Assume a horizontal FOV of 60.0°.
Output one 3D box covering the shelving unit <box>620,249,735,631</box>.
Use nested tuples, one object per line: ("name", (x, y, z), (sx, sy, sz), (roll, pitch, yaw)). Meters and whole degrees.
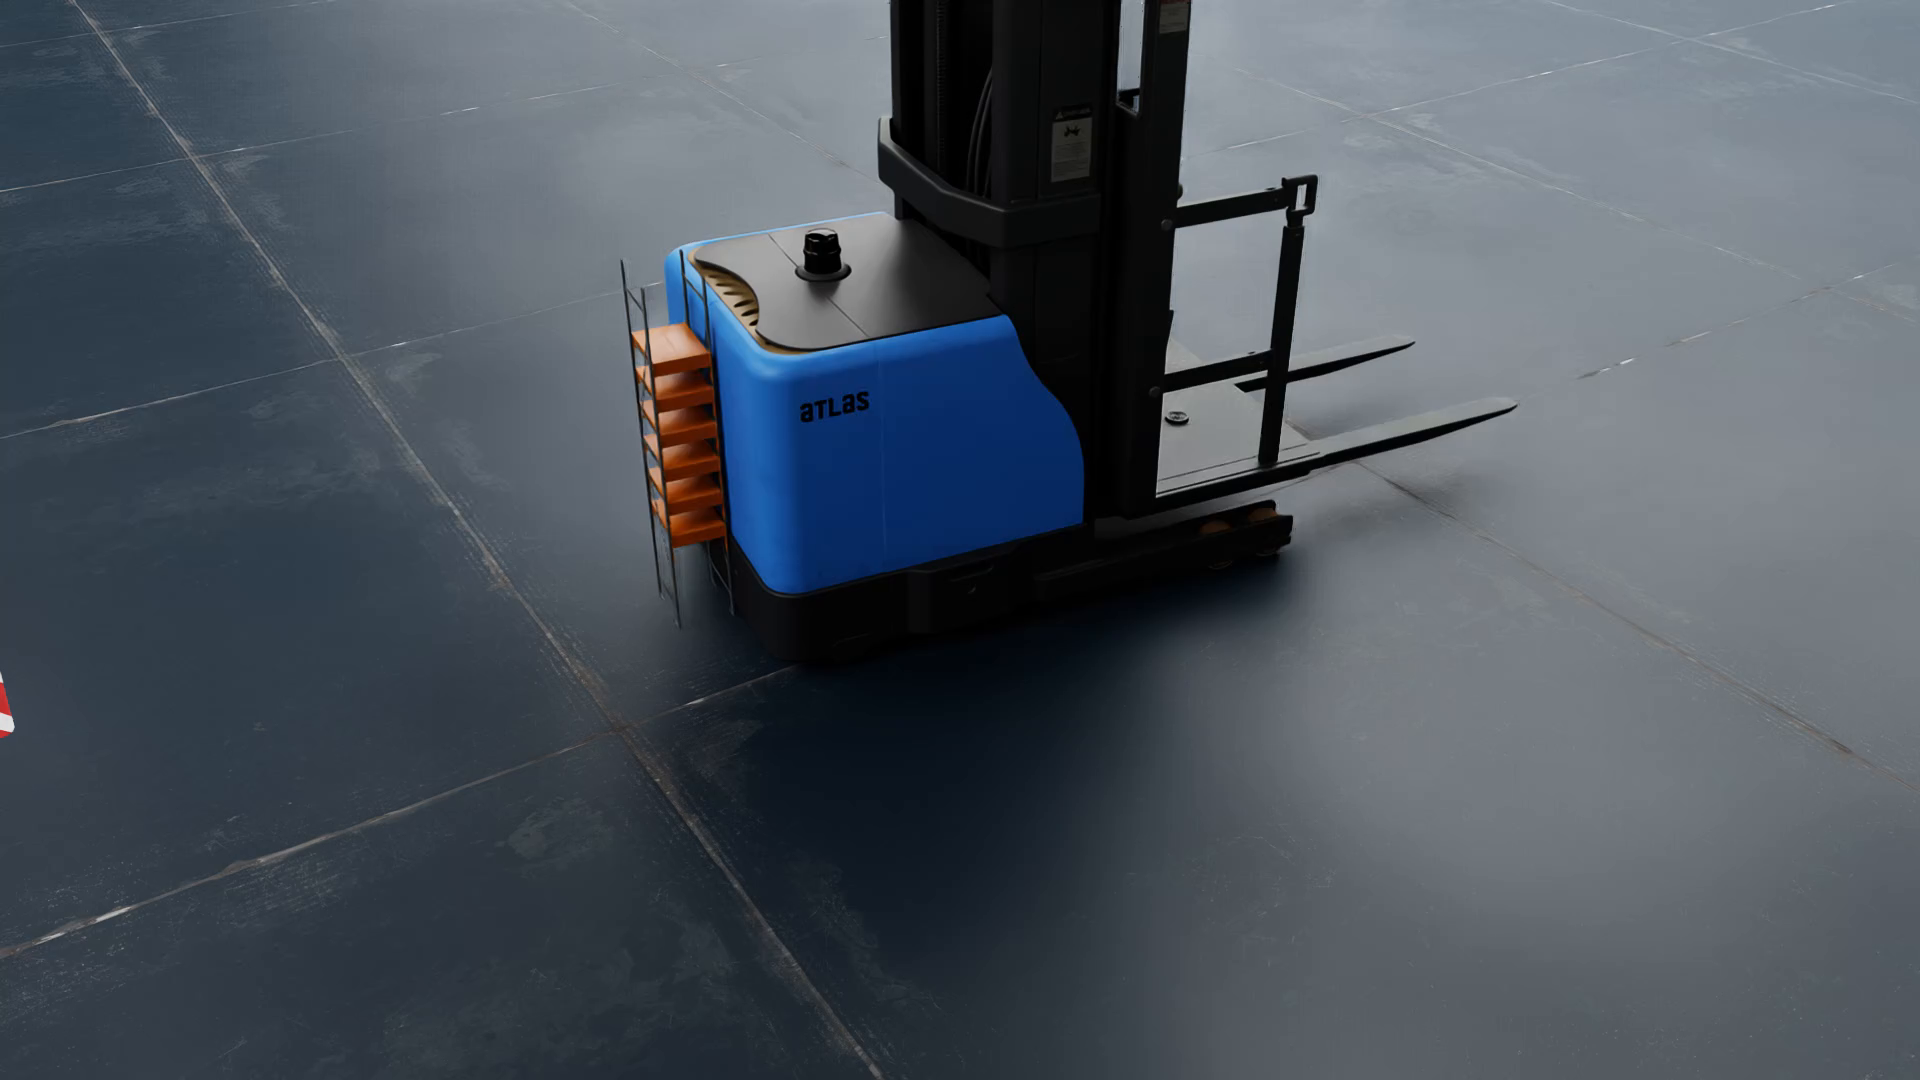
("shelving unit", (-0.876, -0.291, 5.209), (0.189, 1.200, 0.258), (-14, 35, -21))

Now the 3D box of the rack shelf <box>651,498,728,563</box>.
("rack shelf", (-0.876, -0.051, 5.361), (0.180, 0.103, 0.258), (-14, 35, -21))

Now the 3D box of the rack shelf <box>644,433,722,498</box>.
("rack shelf", (-0.876, -0.254, 5.232), (0.180, 0.103, 0.258), (-14, 35, -21))

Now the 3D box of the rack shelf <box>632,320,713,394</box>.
("rack shelf", (-0.876, -0.558, 5.040), (0.180, 0.103, 0.258), (-14, 35, -21))

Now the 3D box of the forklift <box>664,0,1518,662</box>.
("forklift", (0.591, -1.380, 5.313), (3.031, 2.935, 1.130), (-14, 35, -21))

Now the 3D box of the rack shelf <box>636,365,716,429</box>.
("rack shelf", (-0.876, -0.457, 5.104), (0.180, 0.103, 0.258), (-14, 35, -21))

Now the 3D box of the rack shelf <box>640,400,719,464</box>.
("rack shelf", (-0.876, -0.355, 5.168), (0.180, 0.103, 0.258), (-14, 35, -21))

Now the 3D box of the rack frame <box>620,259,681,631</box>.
("rack frame", (-0.959, -0.270, 5.176), (0.006, 1.200, 0.240), (-14, 35, -21))

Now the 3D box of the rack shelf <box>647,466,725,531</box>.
("rack shelf", (-0.876, -0.152, 5.297), (0.180, 0.103, 0.258), (-14, 35, -21))

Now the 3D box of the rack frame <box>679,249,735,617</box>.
("rack frame", (-0.793, -0.312, 5.242), (0.006, 1.200, 0.240), (-14, 35, -21))
